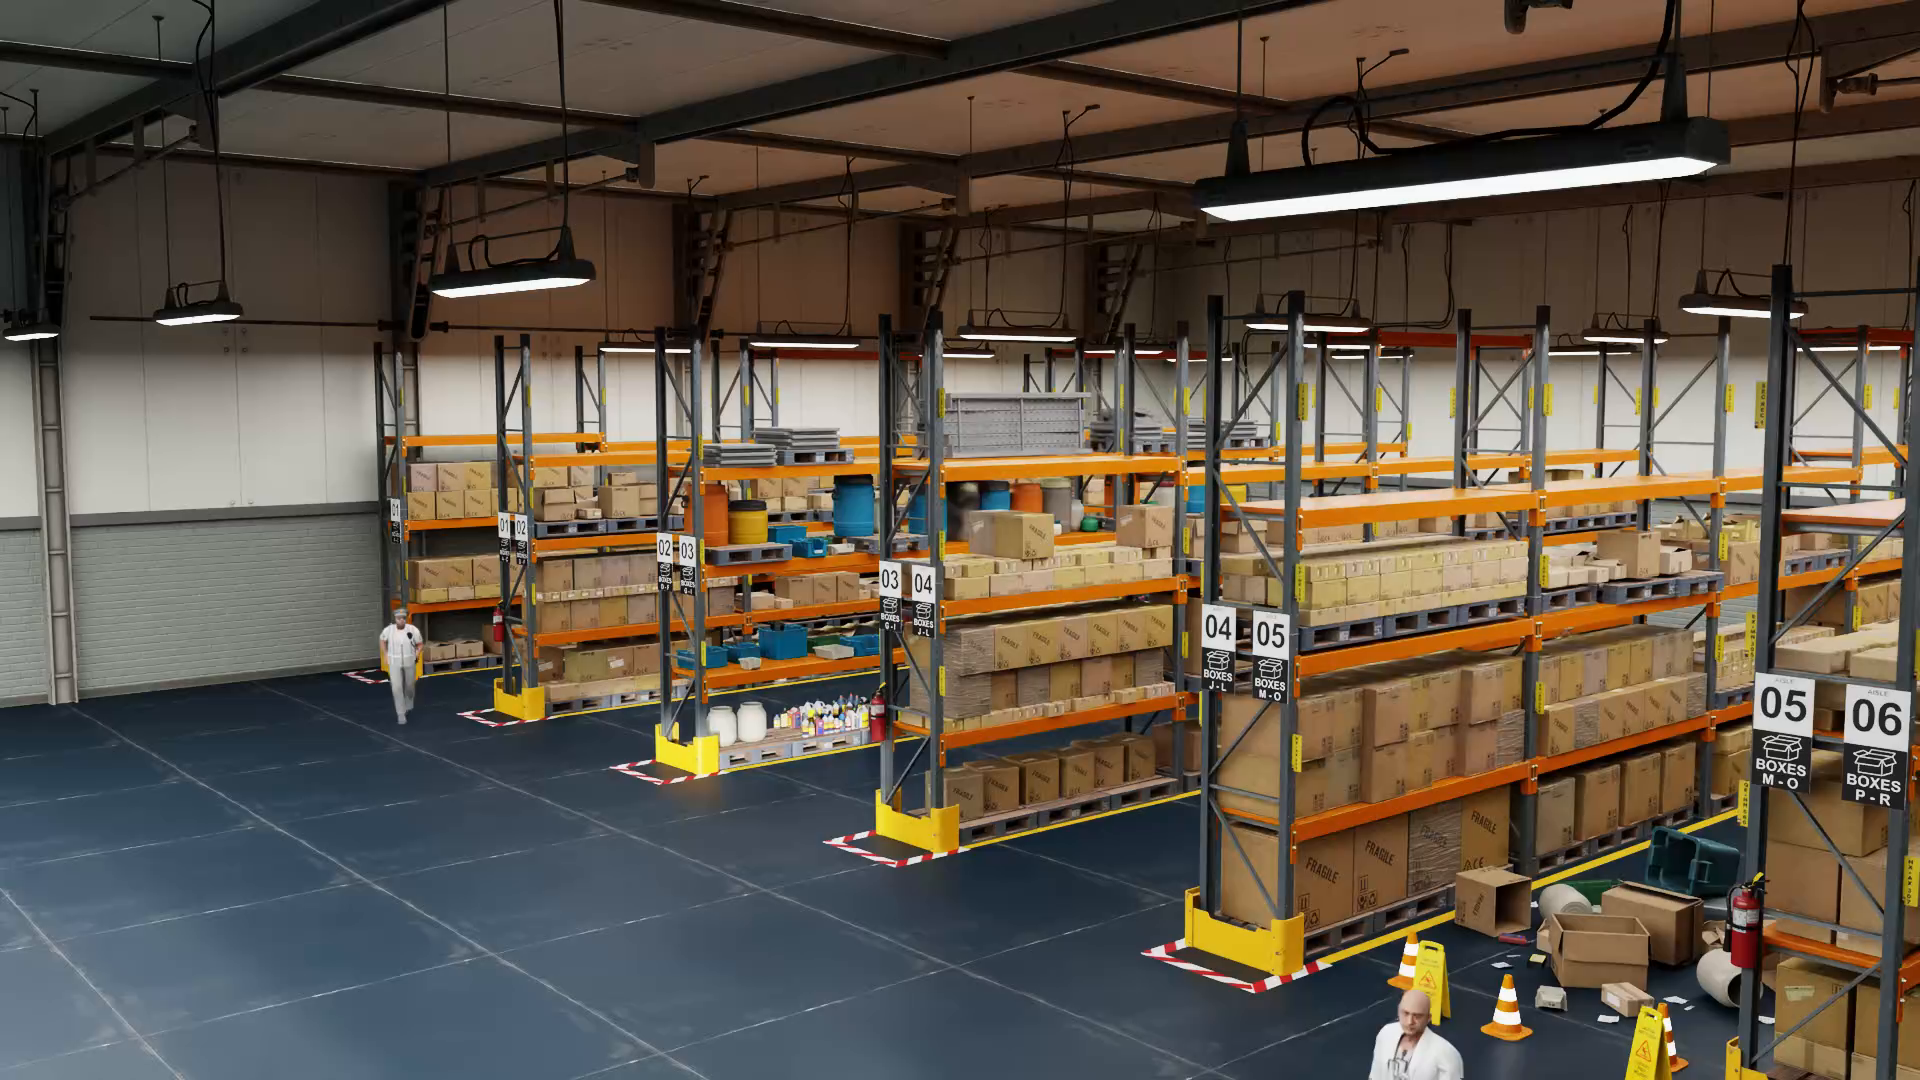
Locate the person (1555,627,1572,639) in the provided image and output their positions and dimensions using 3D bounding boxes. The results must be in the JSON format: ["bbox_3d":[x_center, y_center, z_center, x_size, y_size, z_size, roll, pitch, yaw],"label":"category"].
[{"bbox_3d":[9.138,2.073,25.109,0.719,1.715,0.582,-5,7,-44],"label":"person"}]

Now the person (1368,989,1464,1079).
[{"bbox_3d":[2.647,3.424,9.726,0.709,1.712,0.856,5,7,41],"label":"person"}]

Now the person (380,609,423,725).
[{"bbox_3d":[-8.723,1.930,26.004,0.645,1.778,0.952,-2,6,-19],"label":"person"}]
